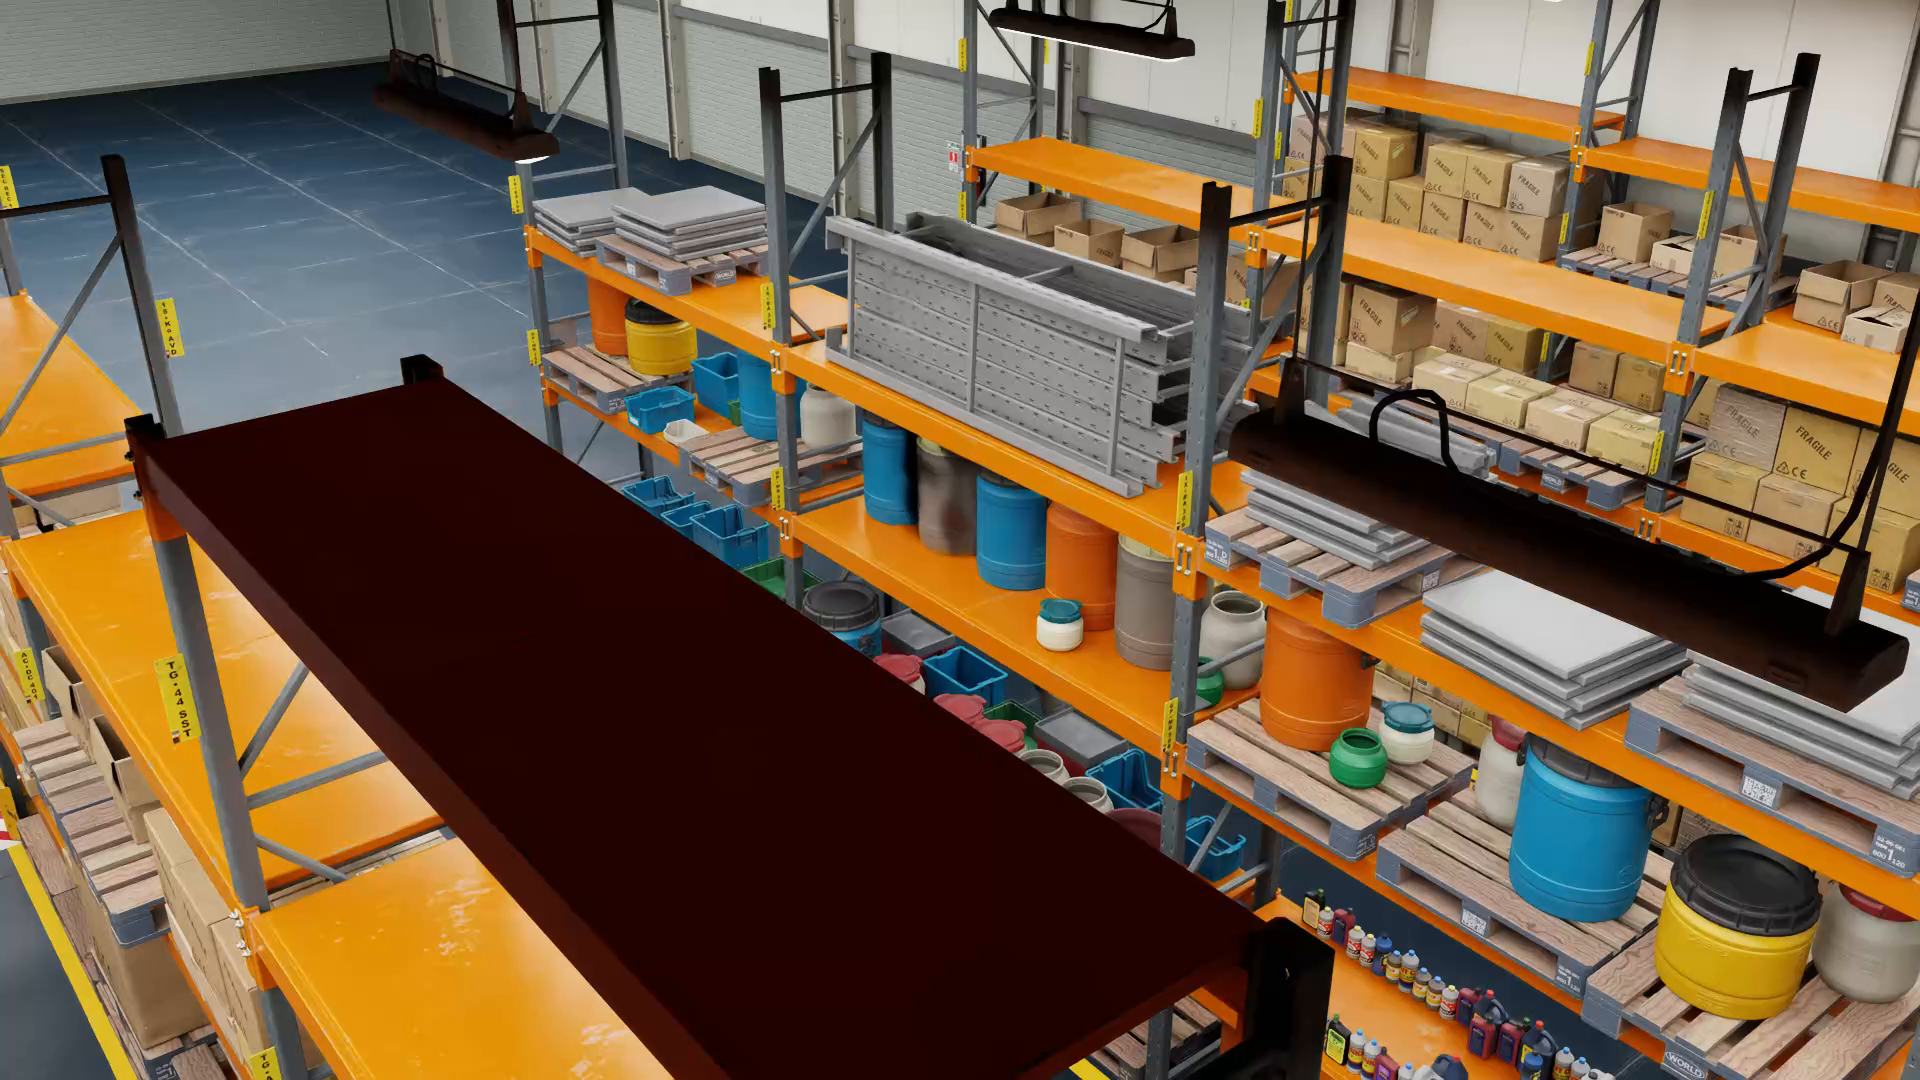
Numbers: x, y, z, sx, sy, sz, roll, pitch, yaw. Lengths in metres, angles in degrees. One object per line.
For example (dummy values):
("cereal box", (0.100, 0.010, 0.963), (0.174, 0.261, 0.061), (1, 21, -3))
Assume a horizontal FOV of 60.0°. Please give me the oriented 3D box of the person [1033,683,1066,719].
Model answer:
("person", (0.805, 1.228, 13.858), (0.609, 1.702, 0.716), (-19, 32, -34))
